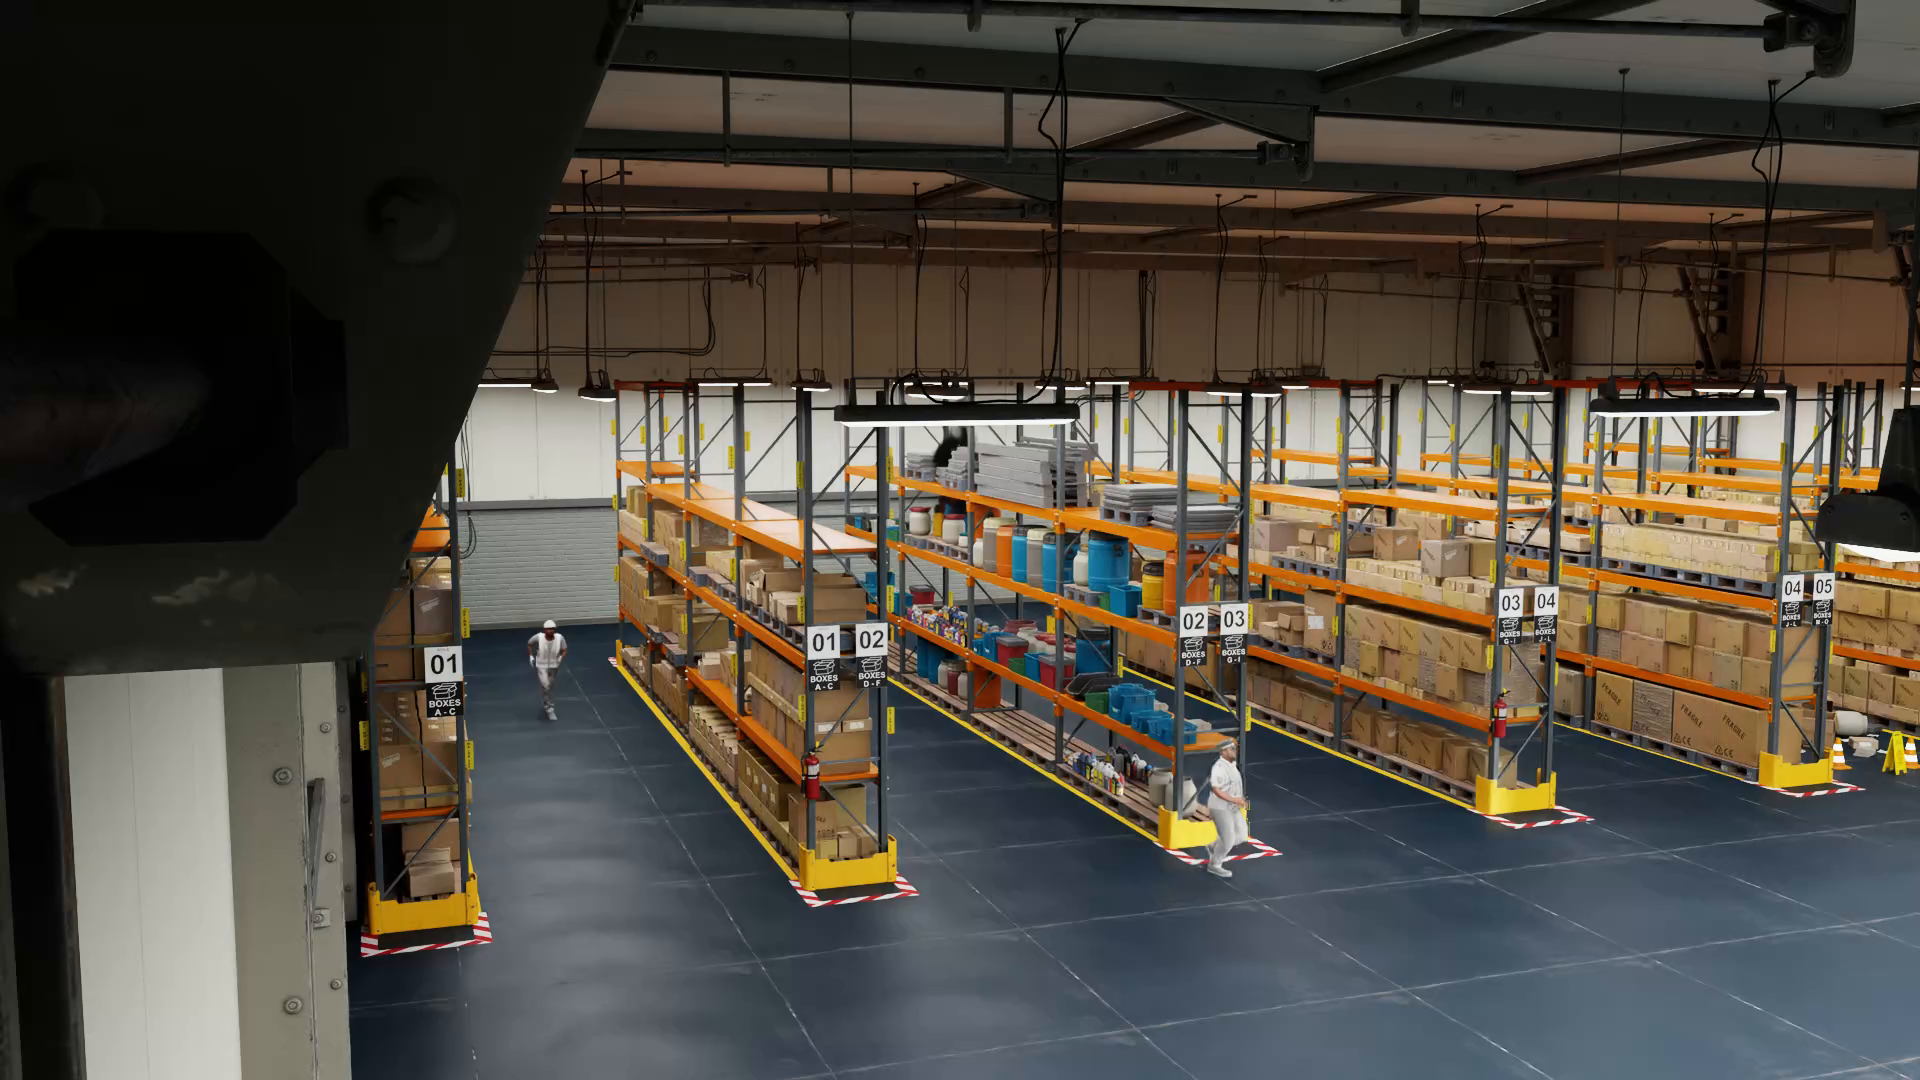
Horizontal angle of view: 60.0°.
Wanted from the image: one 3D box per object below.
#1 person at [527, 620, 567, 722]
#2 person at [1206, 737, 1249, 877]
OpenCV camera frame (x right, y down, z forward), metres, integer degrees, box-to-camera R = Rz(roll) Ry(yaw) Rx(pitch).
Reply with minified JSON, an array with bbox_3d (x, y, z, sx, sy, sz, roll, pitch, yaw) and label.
[{"bbox_3d":[-7.408,2.297,29.868,0.685,1.790,0.967,-3,7,-28],"label":"person"},{"bbox_3d":[3.322,3.287,20.593,0.615,1.739,0.708,3,7,27],"label":"person"}]
